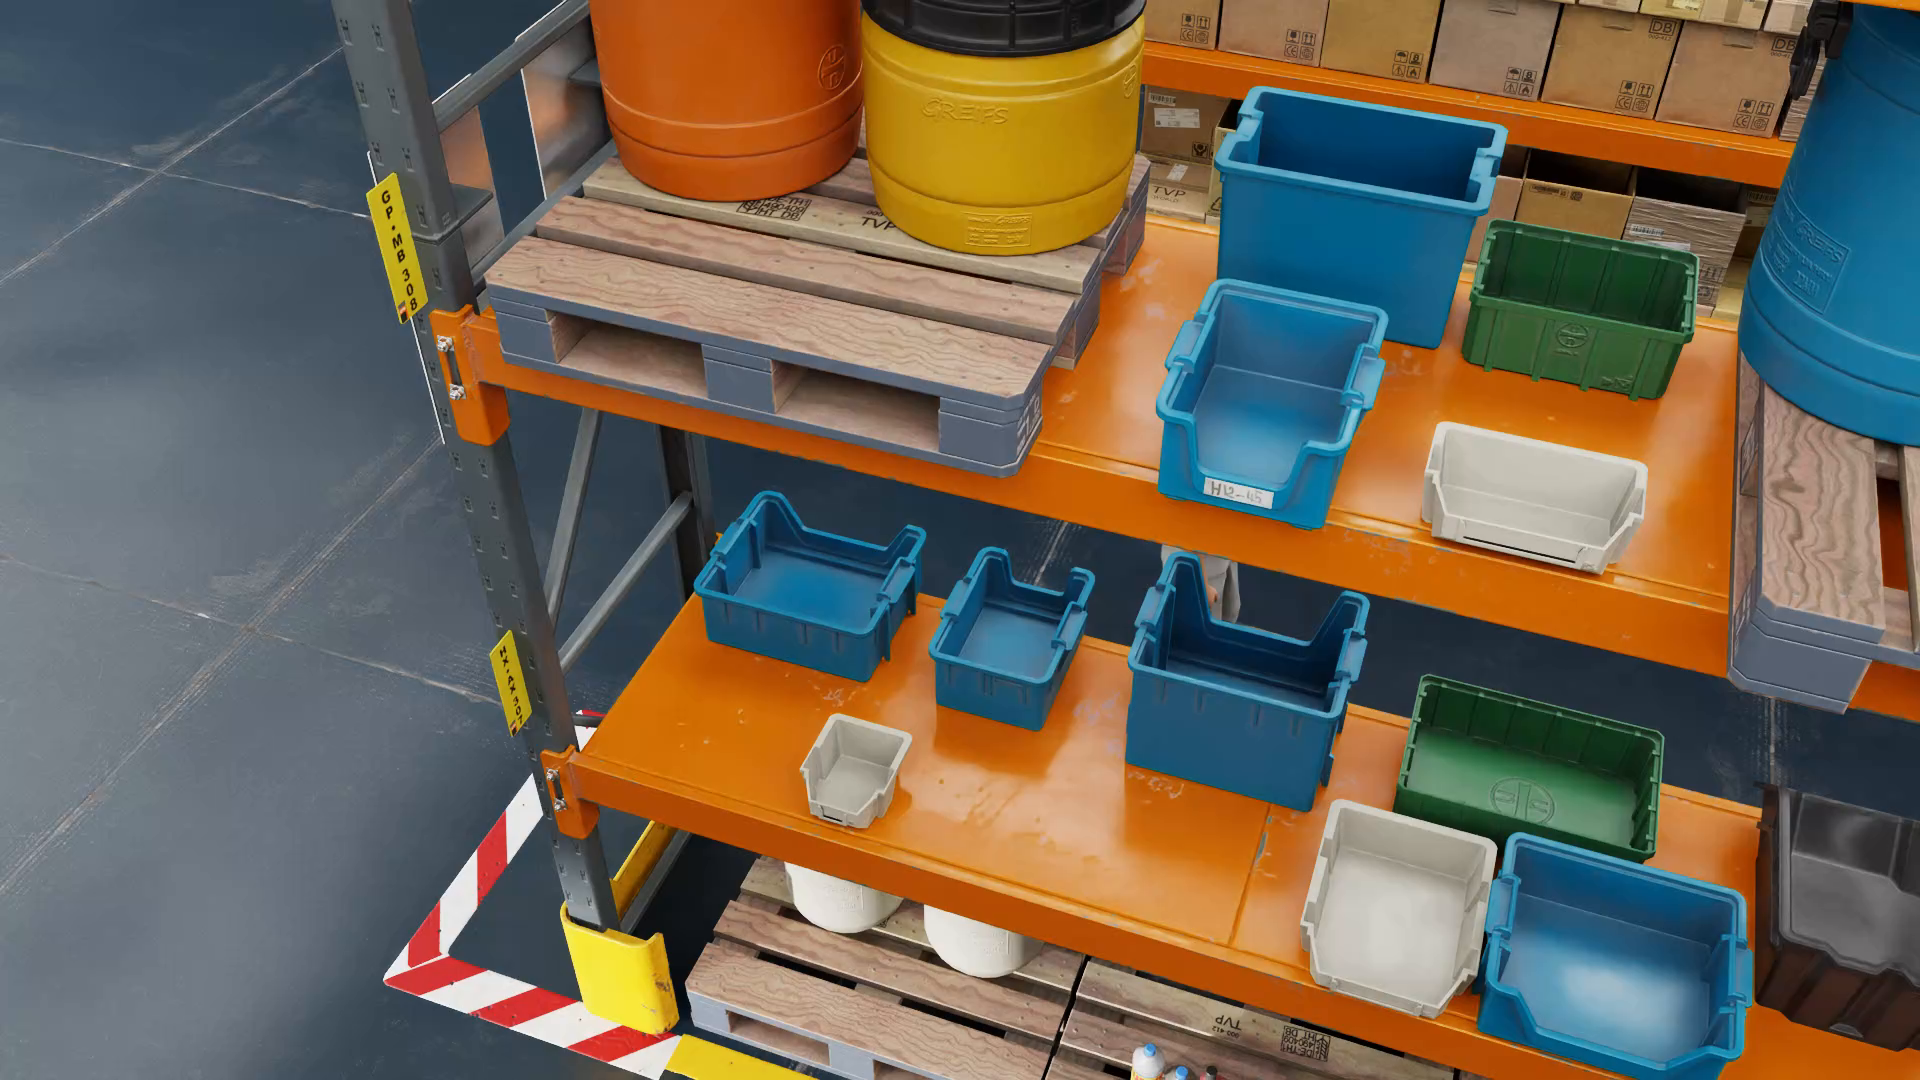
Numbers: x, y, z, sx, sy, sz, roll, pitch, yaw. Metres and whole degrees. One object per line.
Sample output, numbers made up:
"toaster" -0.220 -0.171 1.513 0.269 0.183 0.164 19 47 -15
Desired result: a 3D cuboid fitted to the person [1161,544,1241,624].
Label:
"person" 0.941 0.064 6.090 0.416 1.671 0.502 12 43 13
